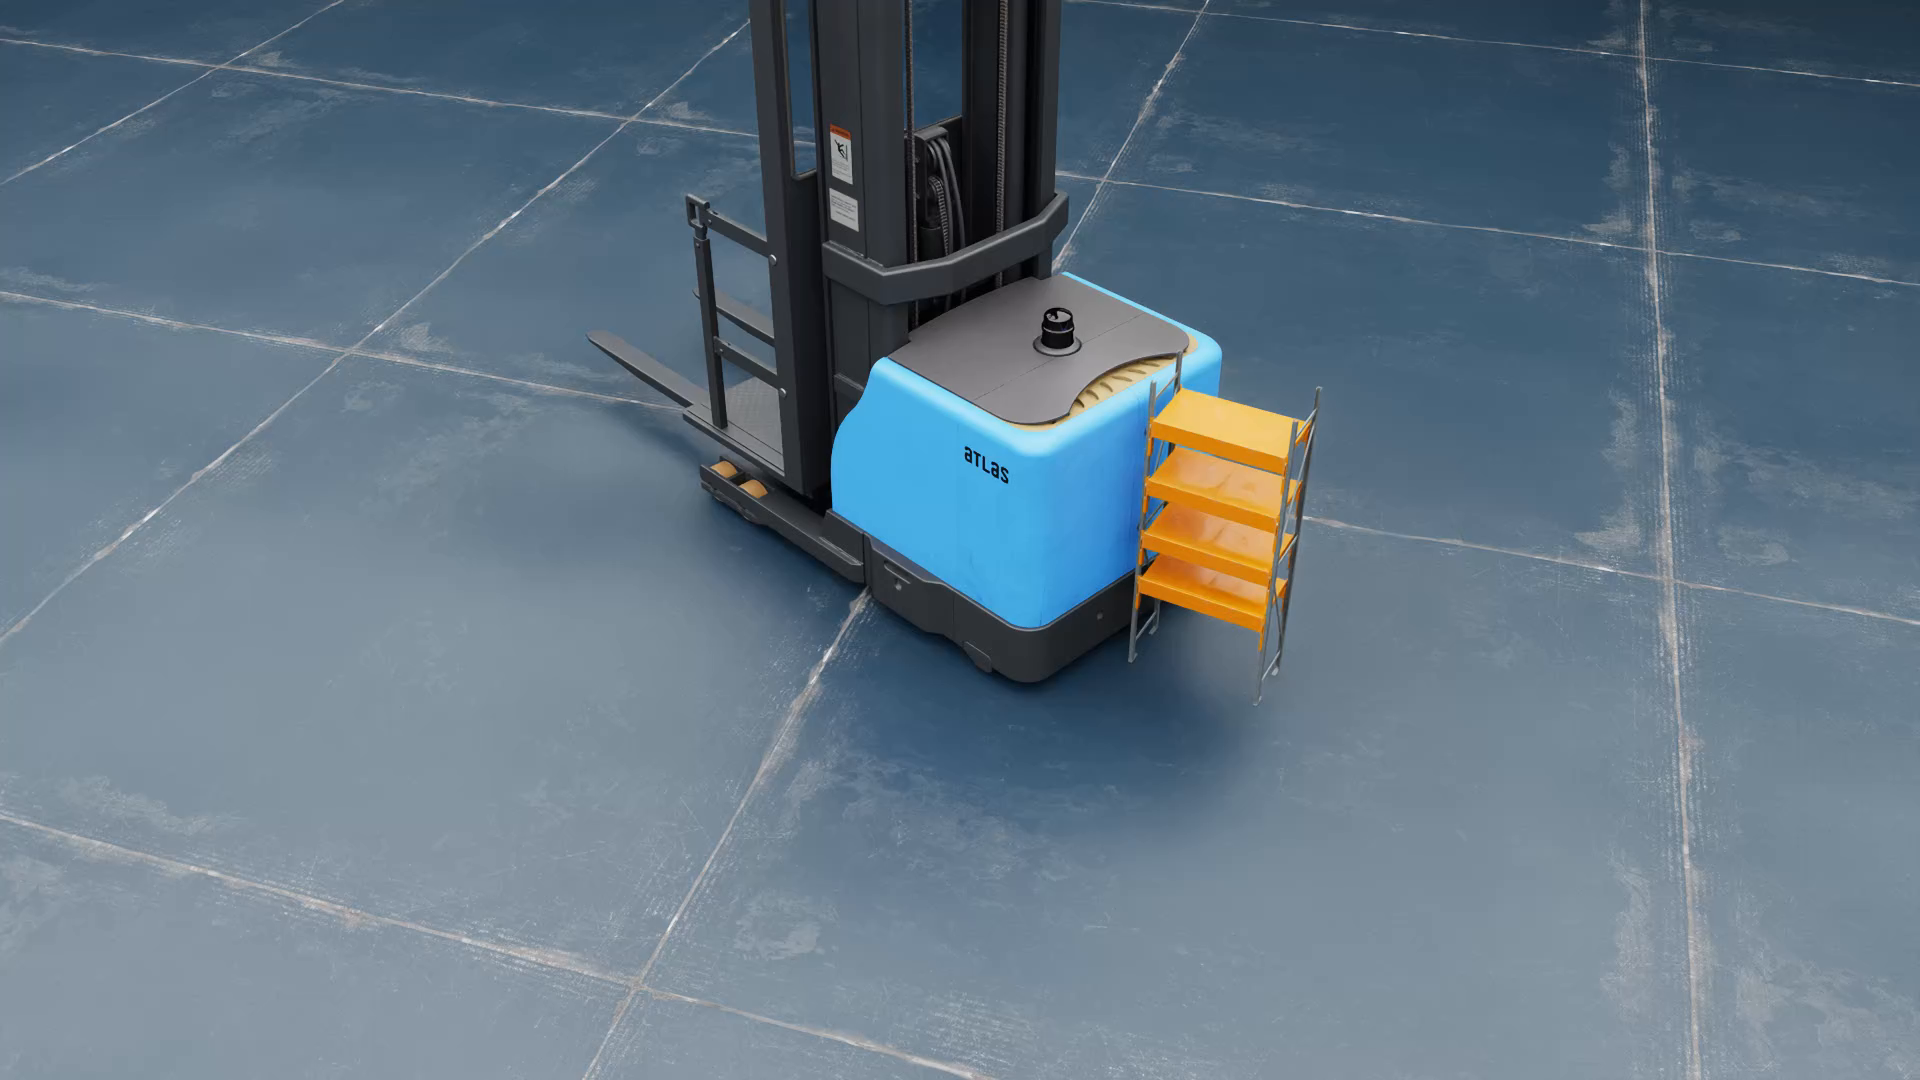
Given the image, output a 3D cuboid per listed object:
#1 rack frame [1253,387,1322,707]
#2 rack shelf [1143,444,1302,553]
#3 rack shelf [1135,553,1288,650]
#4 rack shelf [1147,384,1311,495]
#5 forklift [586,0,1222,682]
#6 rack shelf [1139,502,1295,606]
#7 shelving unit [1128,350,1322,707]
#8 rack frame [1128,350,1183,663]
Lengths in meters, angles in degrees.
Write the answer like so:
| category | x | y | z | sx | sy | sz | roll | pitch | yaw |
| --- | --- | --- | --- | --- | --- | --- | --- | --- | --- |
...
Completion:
| category | x | y | z | sx | sy | sz | roll | pitch | yaw |
| --- | --- | --- | --- | --- | --- | --- | --- | --- | --- |
| rack frame | 1.112 | 0.048 | 5.672 | 0.015 | 1.200 | 0.240 | 18 | 40 | 23 |
| rack shelf | 0.899 | -0.148 | 5.675 | 0.480 | 0.148 | 0.258 | 18 | 40 | 23 |
| rack shelf | 0.899 | 0.192 | 5.926 | 0.480 | 0.148 | 0.258 | 18 | 40 | 23 |
| rack shelf | 0.899 | -0.339 | 5.535 | 0.480 | 0.148 | 0.258 | 18 | 40 | 23 |
| forklift | -0.436 | -1.448 | 6.245 | 1.130 | 2.935 | 3.031 | -30 | 46 | -34 |
| rack shelf | 0.899 | 0.032 | 5.808 | 0.480 | 0.148 | 0.258 | 18 | 40 | 23 |
| shelving unit | 0.899 | -0.022 | 5.768 | 0.503 | 1.200 | 0.258 | 18 | 40 | 23 |
| rack frame | 0.686 | -0.093 | 5.864 | 0.015 | 1.200 | 0.240 | 18 | 40 | 23 |
